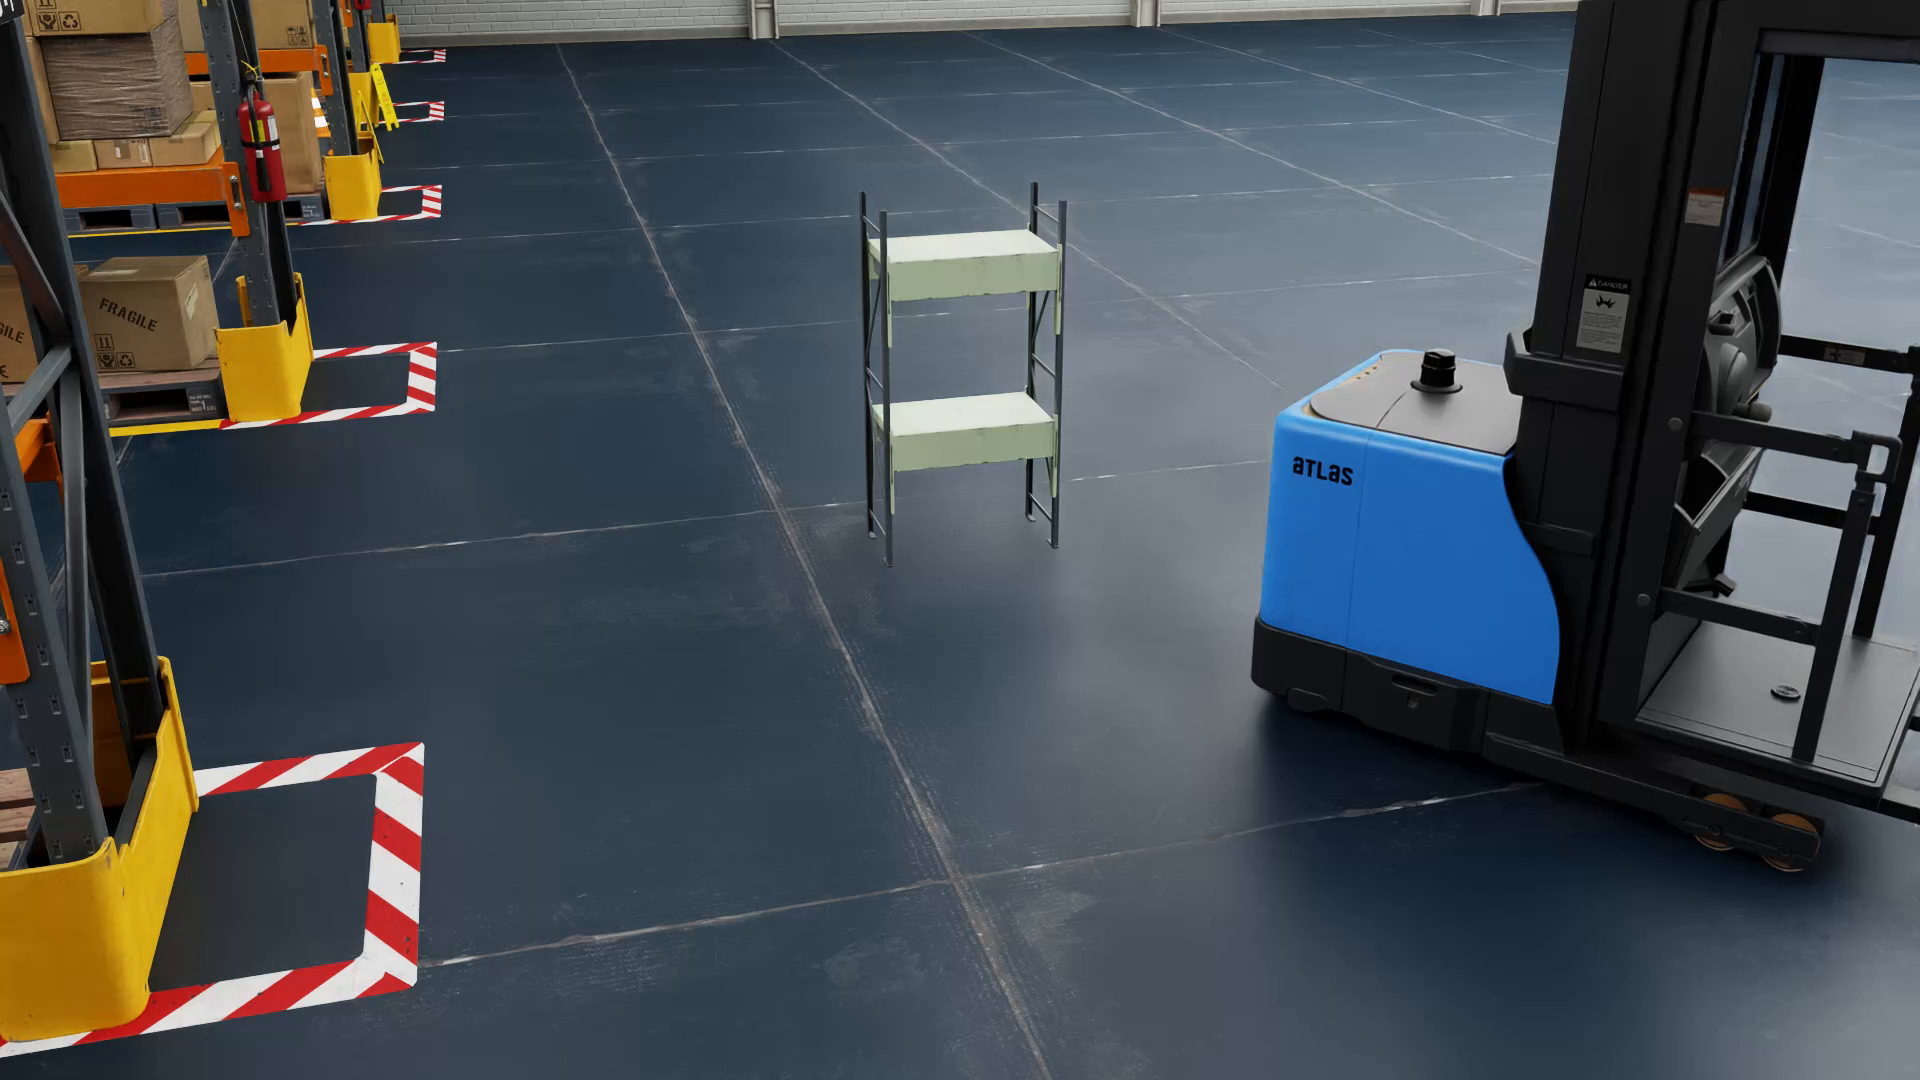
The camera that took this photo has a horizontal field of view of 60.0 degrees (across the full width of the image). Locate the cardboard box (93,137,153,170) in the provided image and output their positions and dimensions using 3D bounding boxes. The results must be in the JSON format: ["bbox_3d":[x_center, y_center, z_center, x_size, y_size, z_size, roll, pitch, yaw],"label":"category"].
[{"bbox_3d":[-4.189,-1.982,8.384,0.250,0.149,0.380,-6,24,-14],"label":"cardboard box"}]

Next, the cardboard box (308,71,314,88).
[{"bbox_3d":[-7.257,-4.944,17.922,0.500,0.250,0.500,-7,24,-15],"label":"cardboard box"}]

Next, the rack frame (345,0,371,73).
[{"bbox_3d":[-6.406,-5.995,17.418,0.127,3.000,1.000,-6,24,-14],"label":"rack frame"}]

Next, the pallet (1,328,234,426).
[{"bbox_3d":[-4.594,-0.870,9.010,1.213,0.211,1.003,-6,24,-14],"label":"pallet"}]

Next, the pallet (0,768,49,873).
[{"bbox_3d":[-3.235,1.040,4.560,1.213,0.211,1.003,-6,24,-14],"label":"pallet"}]

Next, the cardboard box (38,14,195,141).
[{"bbox_3d":[-4.266,-2.367,8.459,0.500,0.500,0.875,-6,24,-14],"label":"cardboard box"}]

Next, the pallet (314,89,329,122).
[{"bbox_3d":[-7.271,-4.633,17.779,1.213,0.211,1.003,-6,24,-14],"label":"pallet"}]

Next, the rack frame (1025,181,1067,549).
[{"bbox_3d":[0.359,-0.729,7.047,0.023,1.500,0.400,-6,24,-14],"label":"rack frame"}]

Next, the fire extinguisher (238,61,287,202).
[{"bbox_3d":[-3.494,-2.034,8.285,0.183,0.674,0.296,-6,24,-14],"label":"fire extinguisher"}]

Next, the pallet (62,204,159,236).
[{"bbox_3d":[-6.893,-2.602,13.046,1.213,0.211,1.003,-6,24,-14],"label":"pallet"}]

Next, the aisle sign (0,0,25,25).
[{"bbox_3d":[-2.401,-1.666,4.032,0.004,0.787,0.394,-6,24,-14],"label":"aisle sign"}]

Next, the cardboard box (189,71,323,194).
[{"bbox_3d":[-5.607,-3.246,13.173,0.875,0.875,0.875,-6,24,-14],"label":"cardboard box"}]

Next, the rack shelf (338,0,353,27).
[{"bbox_3d":[-8.332,-5.452,17.063,4.000,0.370,1.077,-6,24,-14],"label":"rack shelf"}]

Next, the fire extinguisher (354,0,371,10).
[{"bbox_3d":[-6.171,-5.797,17.054,0.183,0.674,0.296,-6,24,-14],"label":"fire extinguisher"}]

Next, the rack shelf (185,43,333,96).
[{"bbox_3d":[-6.897,-3.583,12.709,4.000,0.370,1.077,-6,24,-14],"label":"rack shelf"}]

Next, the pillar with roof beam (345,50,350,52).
[{"bbox_3d":[-7.501,-9.270,17.442,0.400,9.000,9.100,-6,24,-14],"label":"pillar with roof beam"}]

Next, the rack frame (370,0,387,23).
[{"bbox_3d":[-7.750,-7.879,21.809,0.127,3.000,1.000,-6,24,-14],"label":"rack frame"}]

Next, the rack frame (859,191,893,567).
[{"bbox_3d":[-0.346,-0.651,6.865,0.023,1.500,0.400,-6,24,-14],"label":"rack frame"}]

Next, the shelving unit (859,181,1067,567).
[{"bbox_3d":[0.006,-0.690,6.956,0.755,1.500,0.431,-6,24,-14],"label":"shelving unit"}]

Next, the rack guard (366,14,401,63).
[{"bbox_3d":[-7.727,-6.733,22.308,0.348,0.500,1.175,-6,24,-14],"label":"rack guard"}]

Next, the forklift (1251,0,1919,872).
[{"bbox_3d":[2.530,-0.598,4.927,3.031,2.935,1.130,16,28,32],"label":"forklift"}]

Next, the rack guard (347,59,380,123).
[{"bbox_3d":[-6.479,-4.838,17.892,0.348,0.500,1.175,-6,24,-14],"label":"rack guard"}]

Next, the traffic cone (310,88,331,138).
[{"bbox_3d":[-6.472,-4.294,16.670,0.334,0.463,0.336,-6,24,-14],"label":"traffic cone"}]

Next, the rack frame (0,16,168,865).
[{"bbox_3d":[-2.391,-0.352,4.267,0.127,3.000,1.000,-6,24,-14],"label":"rack frame"}]

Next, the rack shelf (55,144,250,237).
[{"bbox_3d":[-5.655,-1.689,8.295,4.000,0.370,1.077,-6,24,-14],"label":"rack shelf"}]

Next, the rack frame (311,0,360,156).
[{"bbox_3d":[-4.972,-4.127,13.063,0.127,3.000,1.000,-6,24,-14],"label":"rack frame"}]

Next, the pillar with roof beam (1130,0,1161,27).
[{"bbox_3d":[4.053,-10.548,20.420,0.400,9.000,9.100,-6,24,-14],"label":"pillar with roof beam"}]

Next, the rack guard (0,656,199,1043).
[{"bbox_3d":[-2.452,0.822,4.700,0.348,0.500,1.175,-6,24,-14],"label":"rack guard"}]

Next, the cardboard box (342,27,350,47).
[{"bbox_3d":[-8.117,-6.639,21.872,0.500,0.250,0.500,-6,24,-14],"label":"cardboard box"}]

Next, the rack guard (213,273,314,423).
[{"bbox_3d":[-3.802,-1.076,9.124,0.348,0.500,1.175,-6,24,-14],"label":"rack guard"}]

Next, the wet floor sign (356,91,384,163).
[{"bbox_3d":[-5.479,-3.800,15.287,0.232,0.644,0.267,-11,25,-23],"label":"wet floor sign"}]

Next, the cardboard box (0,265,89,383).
[{"bbox_3d":[-4.901,-1.140,8.741,0.500,0.500,0.500,0,23,0],"label":"cardboard box"}]

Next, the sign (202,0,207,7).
[{"bbox_3d":[-3.598,-2.697,7.863,0.005,0.325,0.100,-6,24,-14],"label":"sign"}]

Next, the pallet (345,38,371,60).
[{"bbox_3d":[-8.475,-6.501,22.132,1.213,0.211,1.003,-6,24,-14],"label":"pallet"}]

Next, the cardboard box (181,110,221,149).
[{"bbox_3d":[-4.068,-2.177,8.839,0.250,0.149,0.380,-6,24,-14],"label":"cardboard box"}]

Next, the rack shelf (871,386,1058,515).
[{"bbox_3d":[0.006,-0.390,7.084,0.720,0.370,0.431,-6,24,-14],"label":"rack shelf"}]

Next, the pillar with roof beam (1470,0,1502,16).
[{"bbox_3d":[9.829,-11.187,21.910,0.400,9.000,9.100,-6,24,-14],"label":"pillar with roof beam"}]

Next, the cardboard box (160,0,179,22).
[{"bbox_3d":[-4.332,-2.920,8.479,0.500,0.500,0.500,-6,24,-14],"label":"cardboard box"}]

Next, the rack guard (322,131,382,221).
[{"bbox_3d":[-4.948,-2.980,13.562,0.348,0.500,1.175,-6,24,-14],"label":"rack guard"}]

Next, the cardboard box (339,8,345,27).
[{"bbox_3d":[-8.135,-6.868,21.772,0.500,0.250,0.500,-7,24,-15],"label":"cardboard box"}]

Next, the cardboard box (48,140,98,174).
[{"bbox_3d":[-4.415,-1.936,8.277,0.250,0.149,0.380,-6,24,-14],"label":"cardboard box"}]

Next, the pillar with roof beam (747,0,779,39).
[{"bbox_3d":[-1.724,-9.909,18.931,0.400,9.000,9.100,-6,24,-14],"label":"pillar with roof beam"}]

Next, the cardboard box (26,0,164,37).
[{"bbox_3d":[-4.192,-2.723,8.019,0.500,0.500,0.500,-6,24,-14],"label":"cardboard box"}]

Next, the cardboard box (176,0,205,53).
[{"bbox_3d":[-5.840,-4.072,12.746,0.550,0.550,0.875,-6,24,-14],"label":"cardboard box"}]

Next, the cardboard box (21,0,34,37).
[{"bbox_3d":[-4.672,-2.667,7.890,0.500,0.500,0.500,-6,24,-14],"label":"cardboard box"}]

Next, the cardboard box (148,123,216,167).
[{"bbox_3d":[-3.948,-2.009,8.446,0.250,0.149,0.380,-6,24,-14],"label":"cardboard box"}]

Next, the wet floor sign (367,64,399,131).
[{"bbox_3d":[-5.934,-4.527,16.983,0.232,0.644,0.267,2,23,4],"label":"wet floor sign"}]

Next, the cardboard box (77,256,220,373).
[{"bbox_3d":[-4.335,-1.217,8.919,0.500,0.500,0.500,-2,23,-5],"label":"cardboard box"}]

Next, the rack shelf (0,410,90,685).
[{"bbox_3d":[-4.317,0.191,3.913,4.000,0.370,1.077,-6,24,-14],"label":"rack shelf"}]

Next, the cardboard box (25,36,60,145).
[{"bbox_3d":[-4.715,-2.268,8.229,0.500,0.500,0.875,-6,24,-14],"label":"cardboard box"}]

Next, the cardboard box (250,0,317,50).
[{"bbox_3d":[-5.317,-4.139,12.902,0.550,0.550,0.875,-6,24,-14],"label":"cardboard box"}]

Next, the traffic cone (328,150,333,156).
[{"bbox_3d":[-5.844,-3.909,15.772,0.334,0.463,0.336,-6,24,-14],"label":"traffic cone"}]

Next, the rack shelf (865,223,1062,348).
[{"bbox_3d":[0.006,-1.049,6.802,0.720,0.370,0.431,-6,24,-14],"label":"rack shelf"}]

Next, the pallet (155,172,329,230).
[{"bbox_3d":[-5.720,-2.730,13.345,1.213,0.211,1.003,-6,24,-14],"label":"pallet"}]

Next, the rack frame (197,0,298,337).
[{"bbox_3d":[-3.729,-2.233,8.650,0.127,3.000,1.000,-6,24,-14],"label":"rack frame"}]
